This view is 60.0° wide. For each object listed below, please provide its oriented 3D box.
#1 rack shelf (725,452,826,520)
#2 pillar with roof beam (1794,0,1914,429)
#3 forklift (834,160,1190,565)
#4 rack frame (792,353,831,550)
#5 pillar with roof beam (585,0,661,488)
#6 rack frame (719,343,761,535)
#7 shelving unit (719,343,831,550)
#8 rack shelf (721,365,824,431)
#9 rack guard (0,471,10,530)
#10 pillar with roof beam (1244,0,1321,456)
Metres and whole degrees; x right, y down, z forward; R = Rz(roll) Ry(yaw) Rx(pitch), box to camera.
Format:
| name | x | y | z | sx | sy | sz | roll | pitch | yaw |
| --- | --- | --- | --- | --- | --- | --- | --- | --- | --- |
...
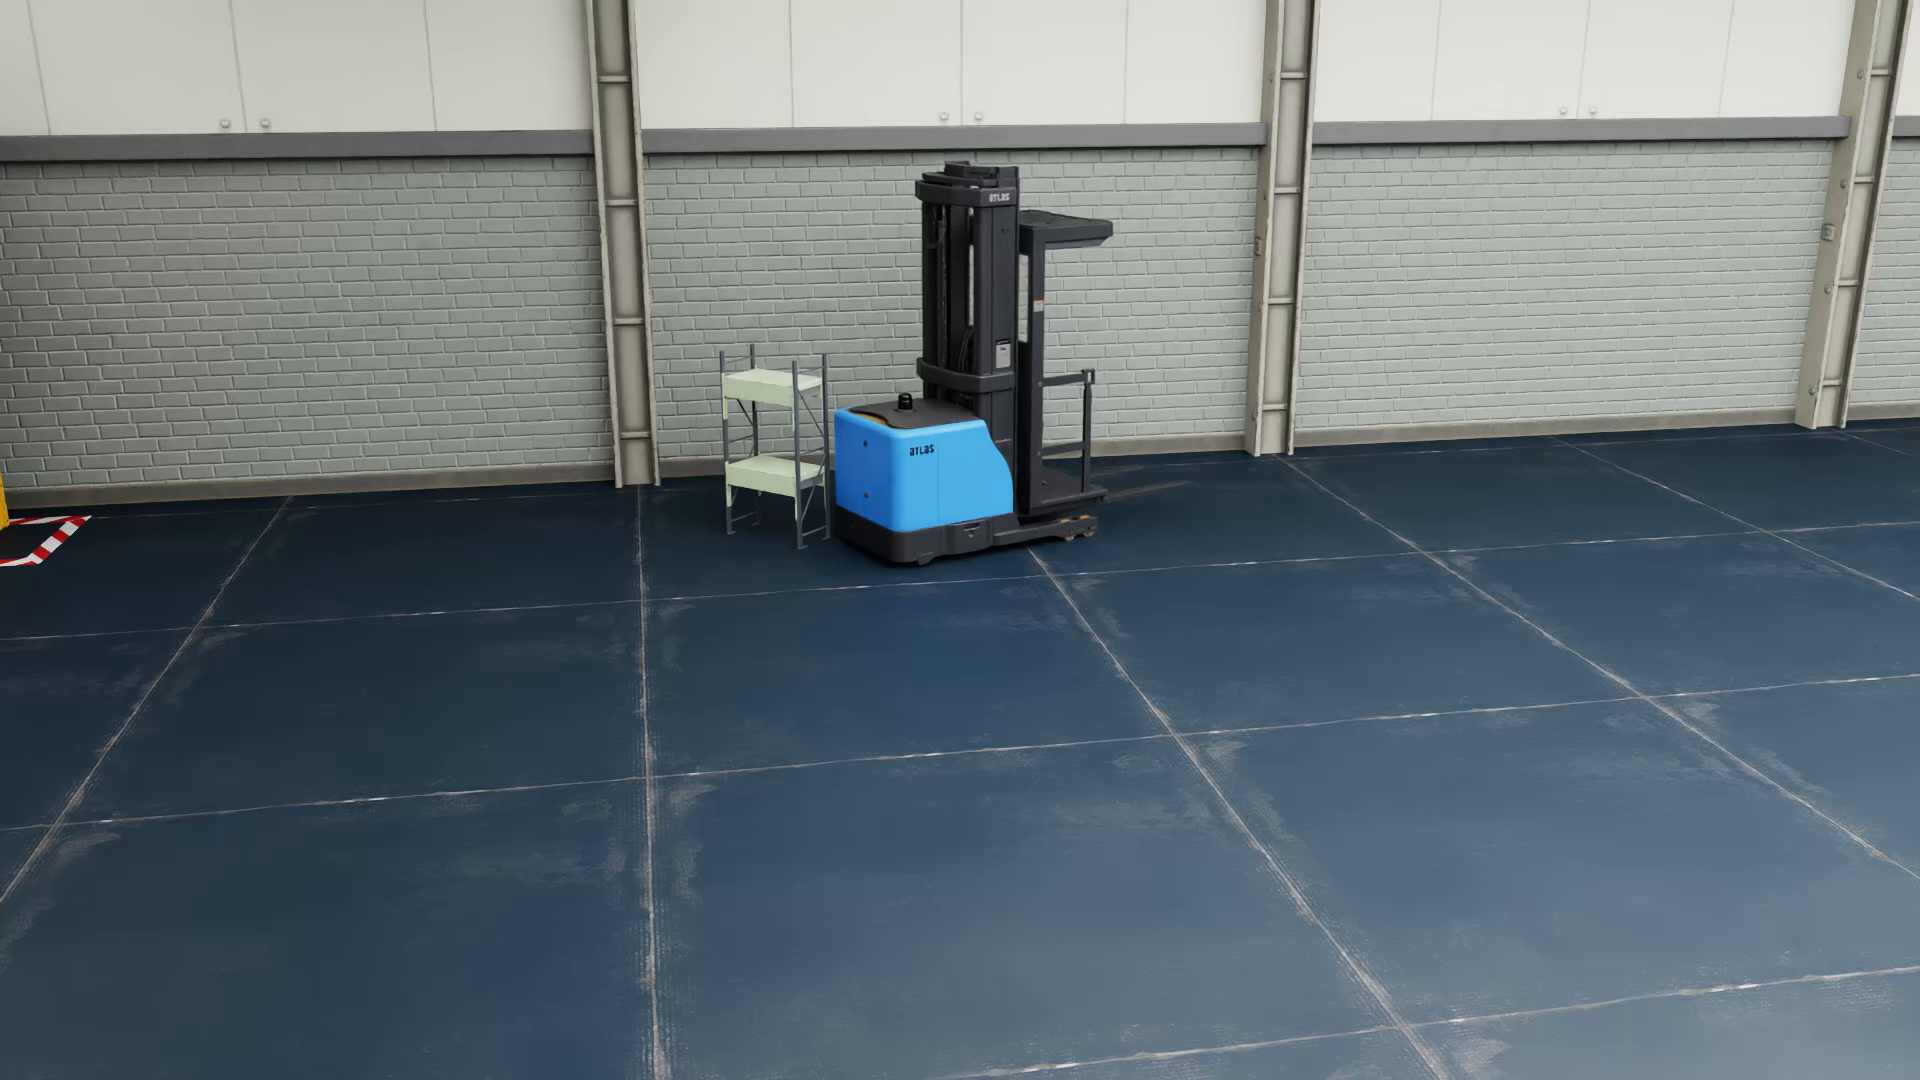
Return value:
| name | x | y | z | sx | sy | sz | roll | pitch | yaw |
| --- | --- | --- | --- | --- | --- | --- | --- | --- | --- |
| rack shelf | -1.461 | -0.439 | 13.296 | 0.720 | 0.370 | 0.431 | 11 | 20 | 32 |
| pillar with roof beam | 9.693 | -4.252 | 11.828 | 0.400 | 9.000 | 9.100 | -3 | 17 | -10 |
| forklift | 0.514 | -1.520 | 13.270 | 3.031 | 2.935 | 1.130 | -11 | 20 | -31 |
| rack frame | -1.157 | -0.691 | 13.006 | 0.023 | 1.500 | 0.400 | 11 | 20 | 32 |
| pillar with roof beam | -2.090 | -3.583 | 9.651 | 0.400 | 9.000 | 9.100 | -3 | 17 | -10 |
| rack frame | -1.766 | -0.810 | 13.394 | 0.023 | 1.500 | 0.400 | 11 | 20 | 32 |
| shelving unit | -1.461 | -0.750 | 13.200 | 0.755 | 1.500 | 0.431 | 11 | 20 | 32 |
| rack shelf | -1.461 | -1.123 | 13.085 | 0.720 | 0.370 | 0.431 | 11 | 20 | 32 |
| rack guard | -7.919 | -0.208 | 13.136 | 0.348 | 0.500 | 1.175 | -3 | 17 | -10 |
| pillar with roof beam | 3.802 | -3.917 | 10.740 | 0.400 | 9.000 | 9.100 | -3 | 17 | -10 |
